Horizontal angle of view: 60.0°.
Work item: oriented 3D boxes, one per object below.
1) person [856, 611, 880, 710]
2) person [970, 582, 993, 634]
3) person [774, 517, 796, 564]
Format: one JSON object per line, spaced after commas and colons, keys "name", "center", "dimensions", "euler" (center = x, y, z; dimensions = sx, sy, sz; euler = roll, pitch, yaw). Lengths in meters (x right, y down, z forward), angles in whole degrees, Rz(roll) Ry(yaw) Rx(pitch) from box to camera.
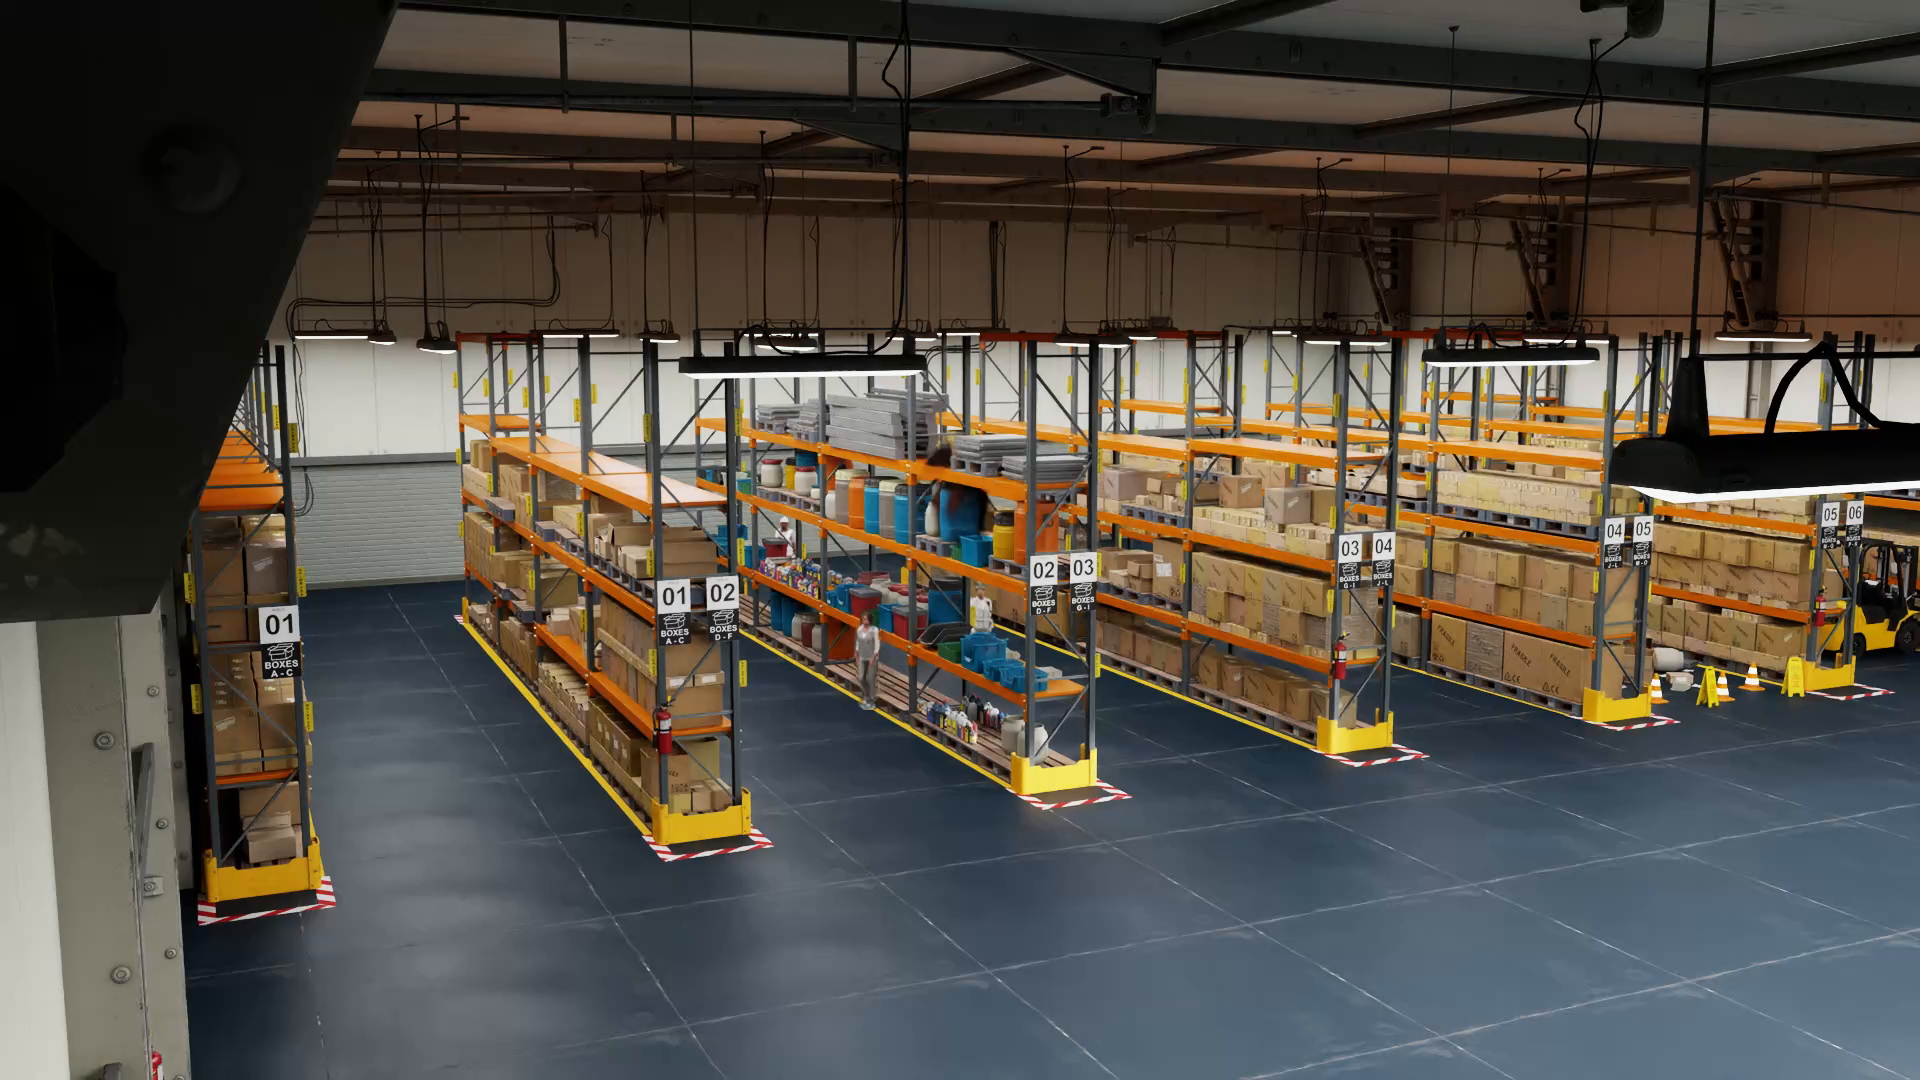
{"name": "person", "center": [-1.480, 1.931, 26.721], "dimensions": [0.442, 1.598, 0.359], "euler": [4, 9, 27]}
{"name": "person", "center": [0.380, 1.556, 29.388], "dimensions": [0.567, 1.643, 0.980], "euler": [-5, 9, -30]}
{"name": "person", "center": [-4.004, 0.380, 37.744], "dimensions": [0.585, 1.823, 0.446], "euler": [5, 9, 32]}
